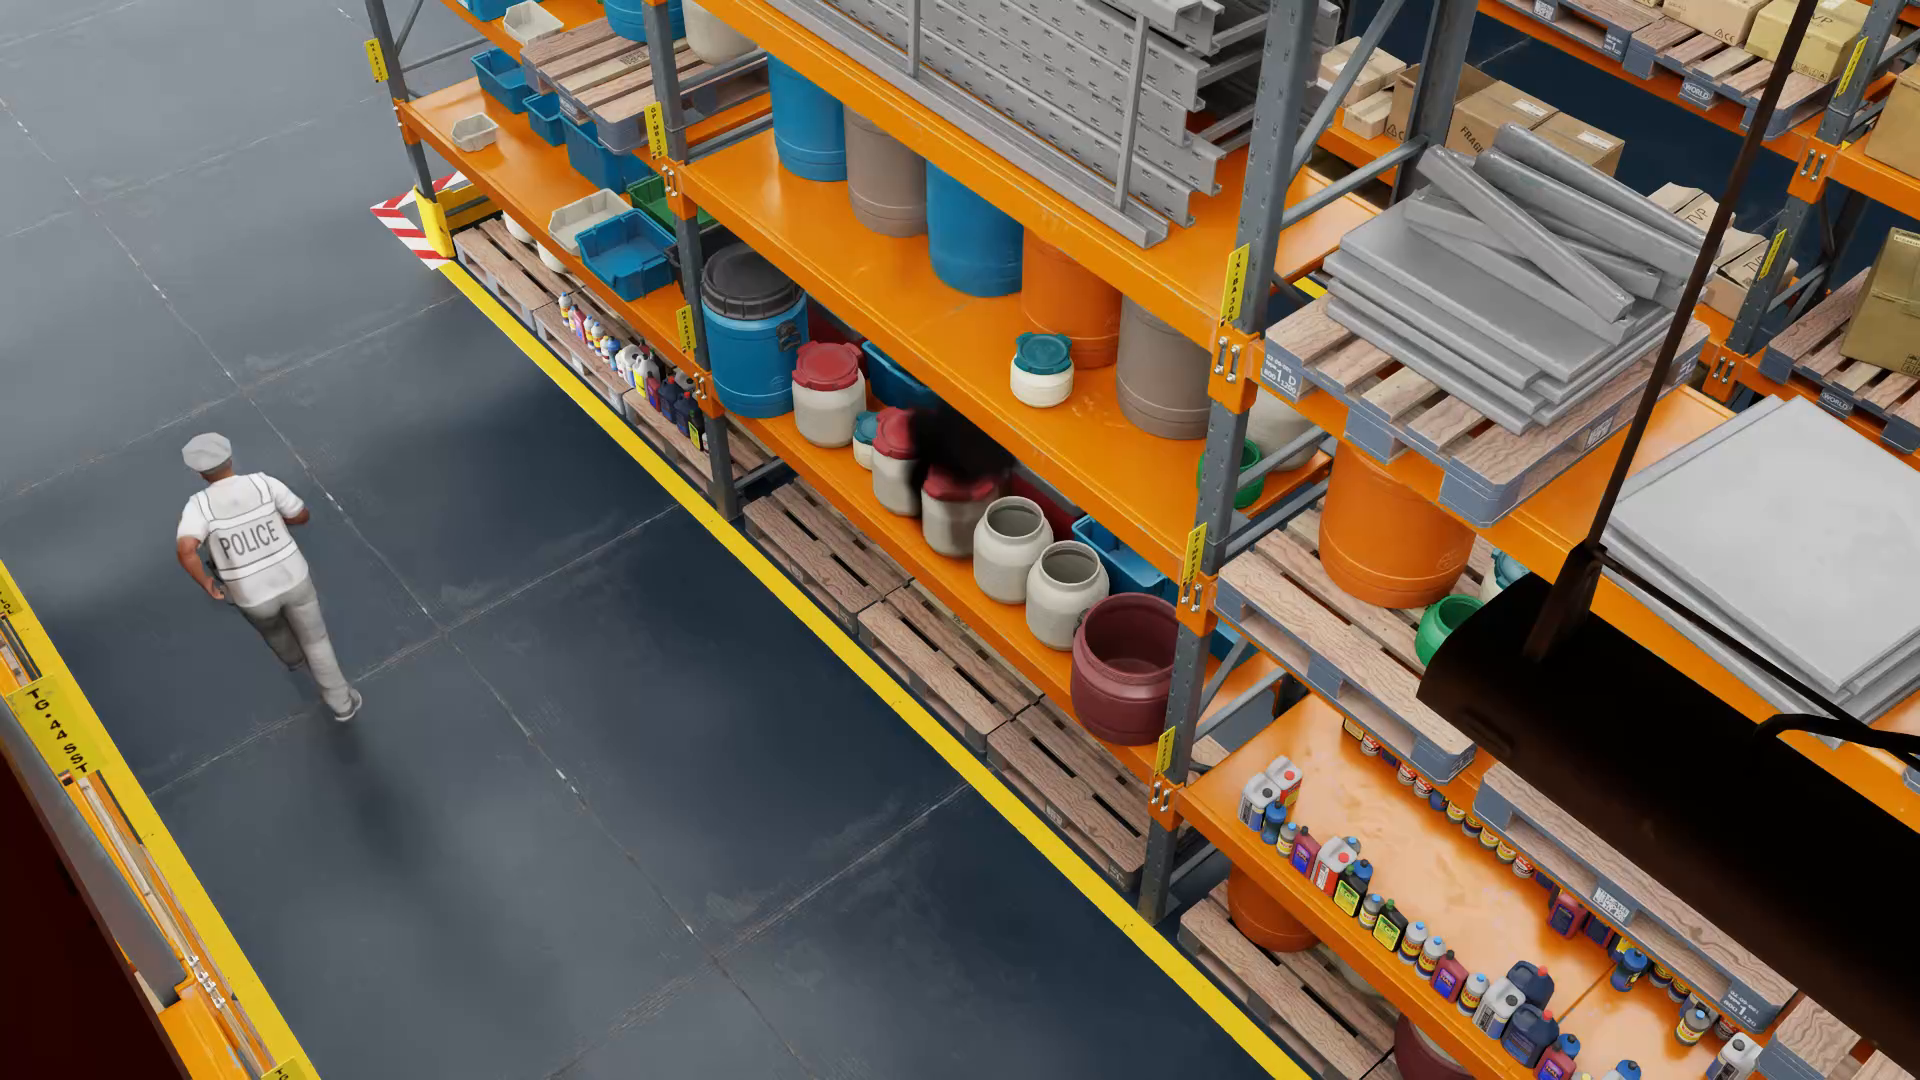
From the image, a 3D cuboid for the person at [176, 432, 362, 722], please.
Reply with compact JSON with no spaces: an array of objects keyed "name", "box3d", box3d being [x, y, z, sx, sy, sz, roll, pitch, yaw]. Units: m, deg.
[{"name":"person","box3d":[-3.788,0.329,9.208,0.705,1.782,0.965,-28,53,-24]}]
